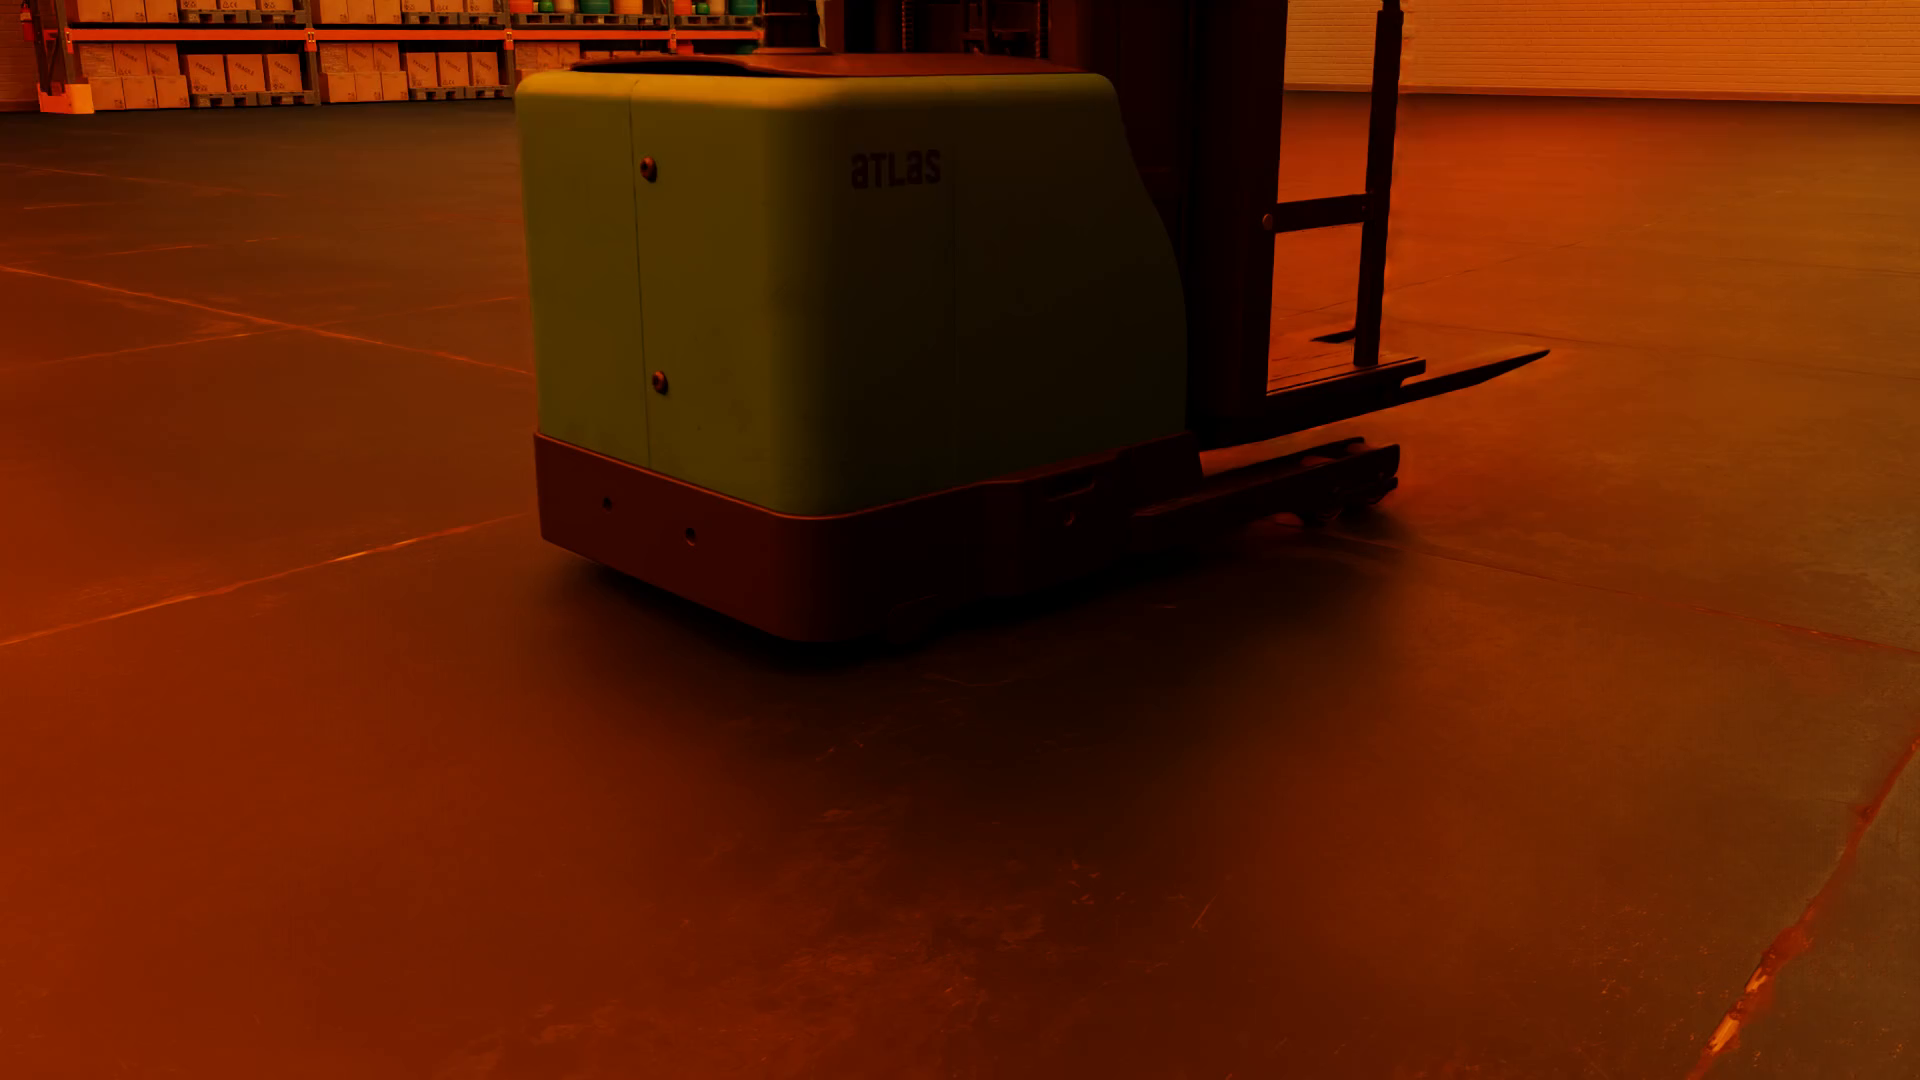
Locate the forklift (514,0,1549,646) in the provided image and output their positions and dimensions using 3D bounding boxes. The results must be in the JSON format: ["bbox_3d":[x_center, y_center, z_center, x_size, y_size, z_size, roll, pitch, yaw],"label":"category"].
[{"bbox_3d":[0.476,-1.543,3.977,3.031,2.935,1.130,-15,23,-41],"label":"forklift"}]
